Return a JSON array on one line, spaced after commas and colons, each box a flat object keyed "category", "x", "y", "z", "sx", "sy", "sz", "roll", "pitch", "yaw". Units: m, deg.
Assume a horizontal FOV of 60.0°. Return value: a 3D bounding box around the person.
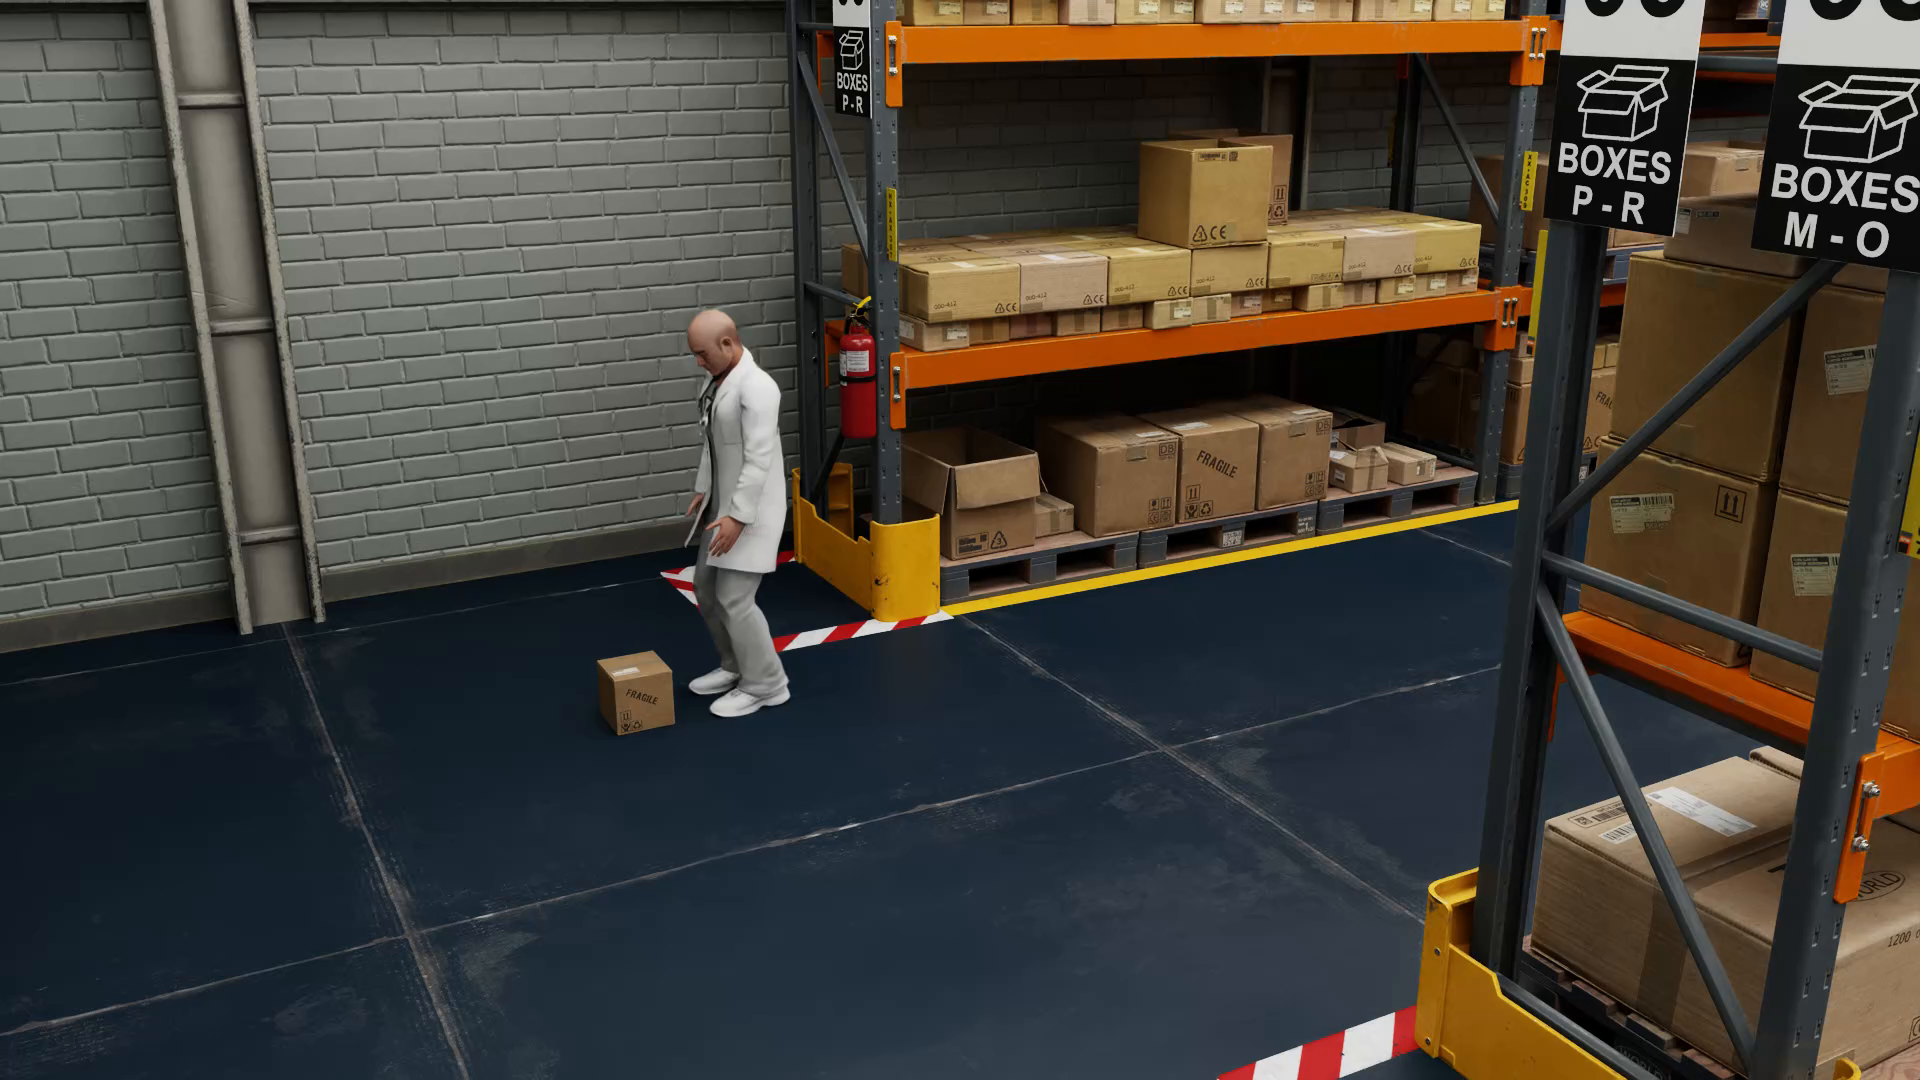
[{"category": "person", "x": -0.944, "y": -0.117, "z": 7.031, "sx": 0.417, "sy": 1.731, "sz": 0.587, "roll": -9, "pitch": 20, "yaw": -25}]
